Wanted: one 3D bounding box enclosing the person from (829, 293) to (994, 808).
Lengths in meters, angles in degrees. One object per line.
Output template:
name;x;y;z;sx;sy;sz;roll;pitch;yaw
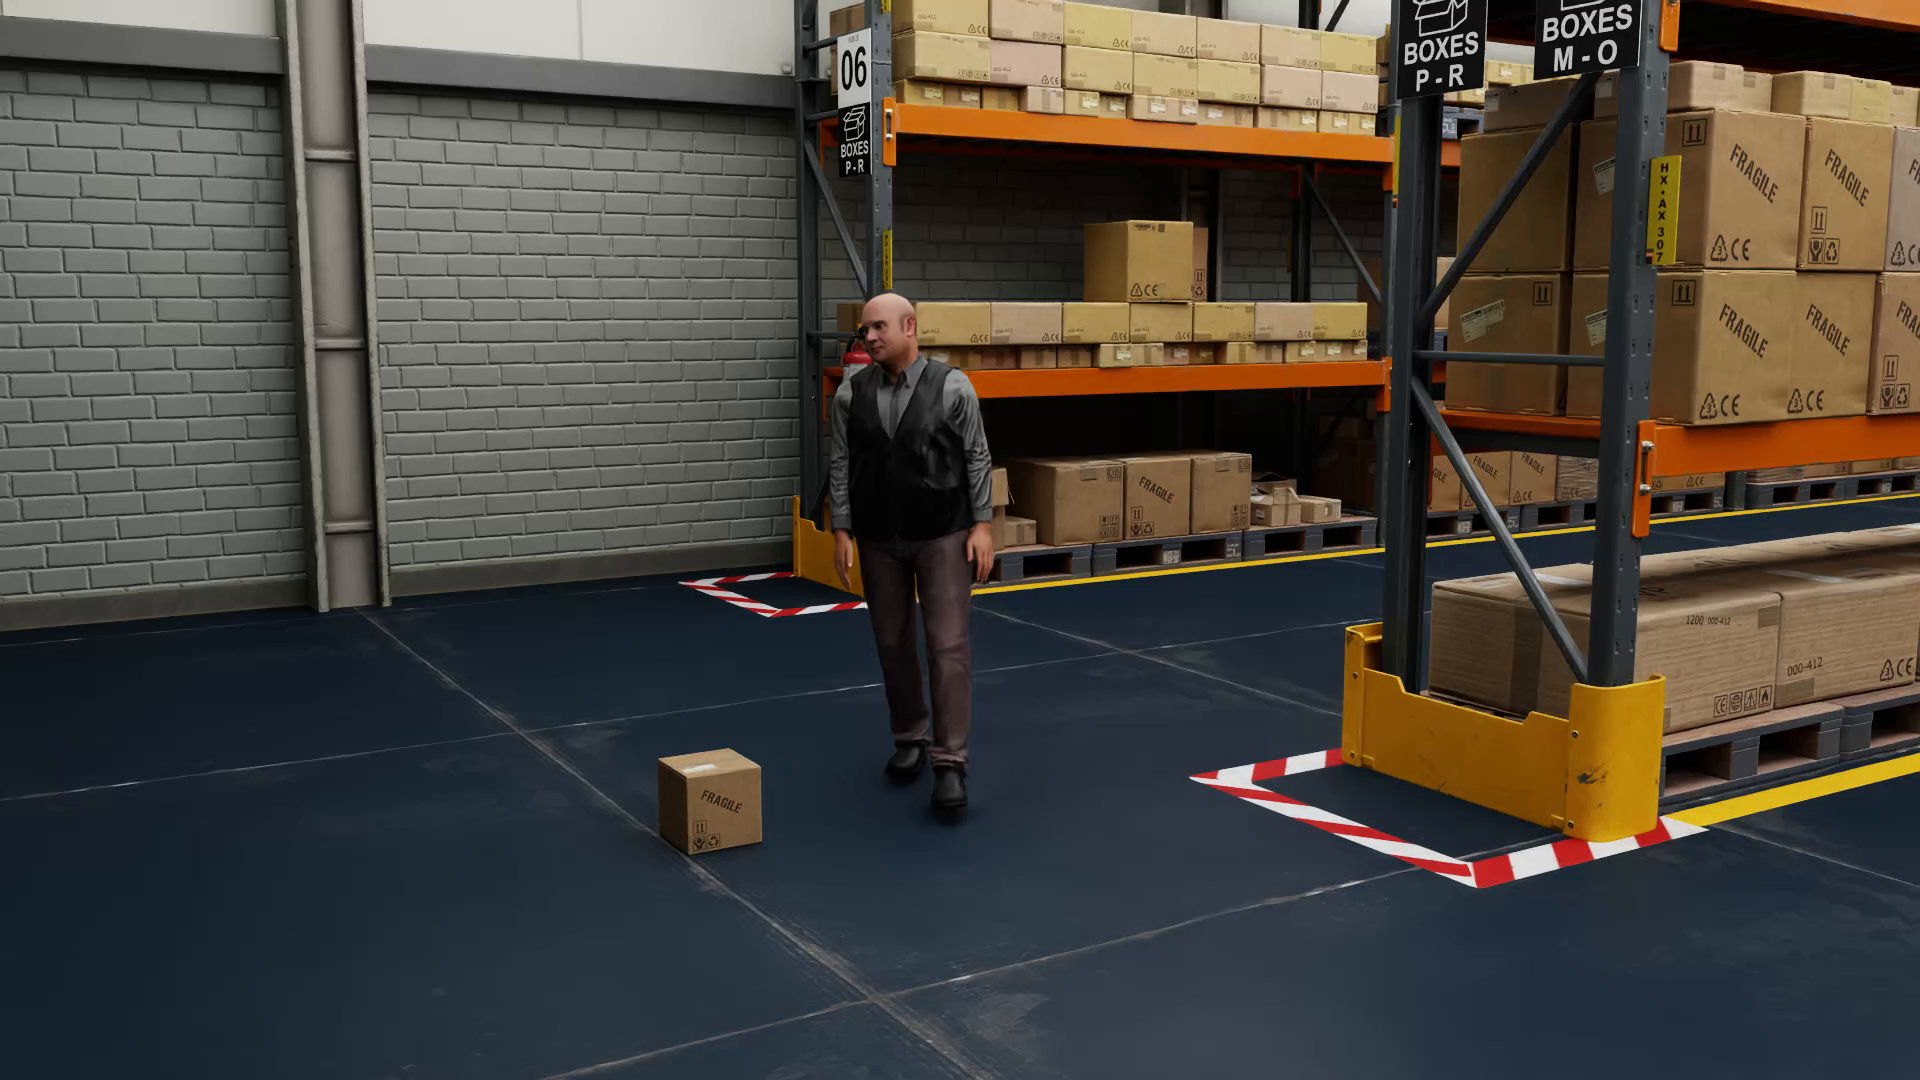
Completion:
person;-0.185;0.014;5.708;0.584;1.706;0.715;2;8;15
